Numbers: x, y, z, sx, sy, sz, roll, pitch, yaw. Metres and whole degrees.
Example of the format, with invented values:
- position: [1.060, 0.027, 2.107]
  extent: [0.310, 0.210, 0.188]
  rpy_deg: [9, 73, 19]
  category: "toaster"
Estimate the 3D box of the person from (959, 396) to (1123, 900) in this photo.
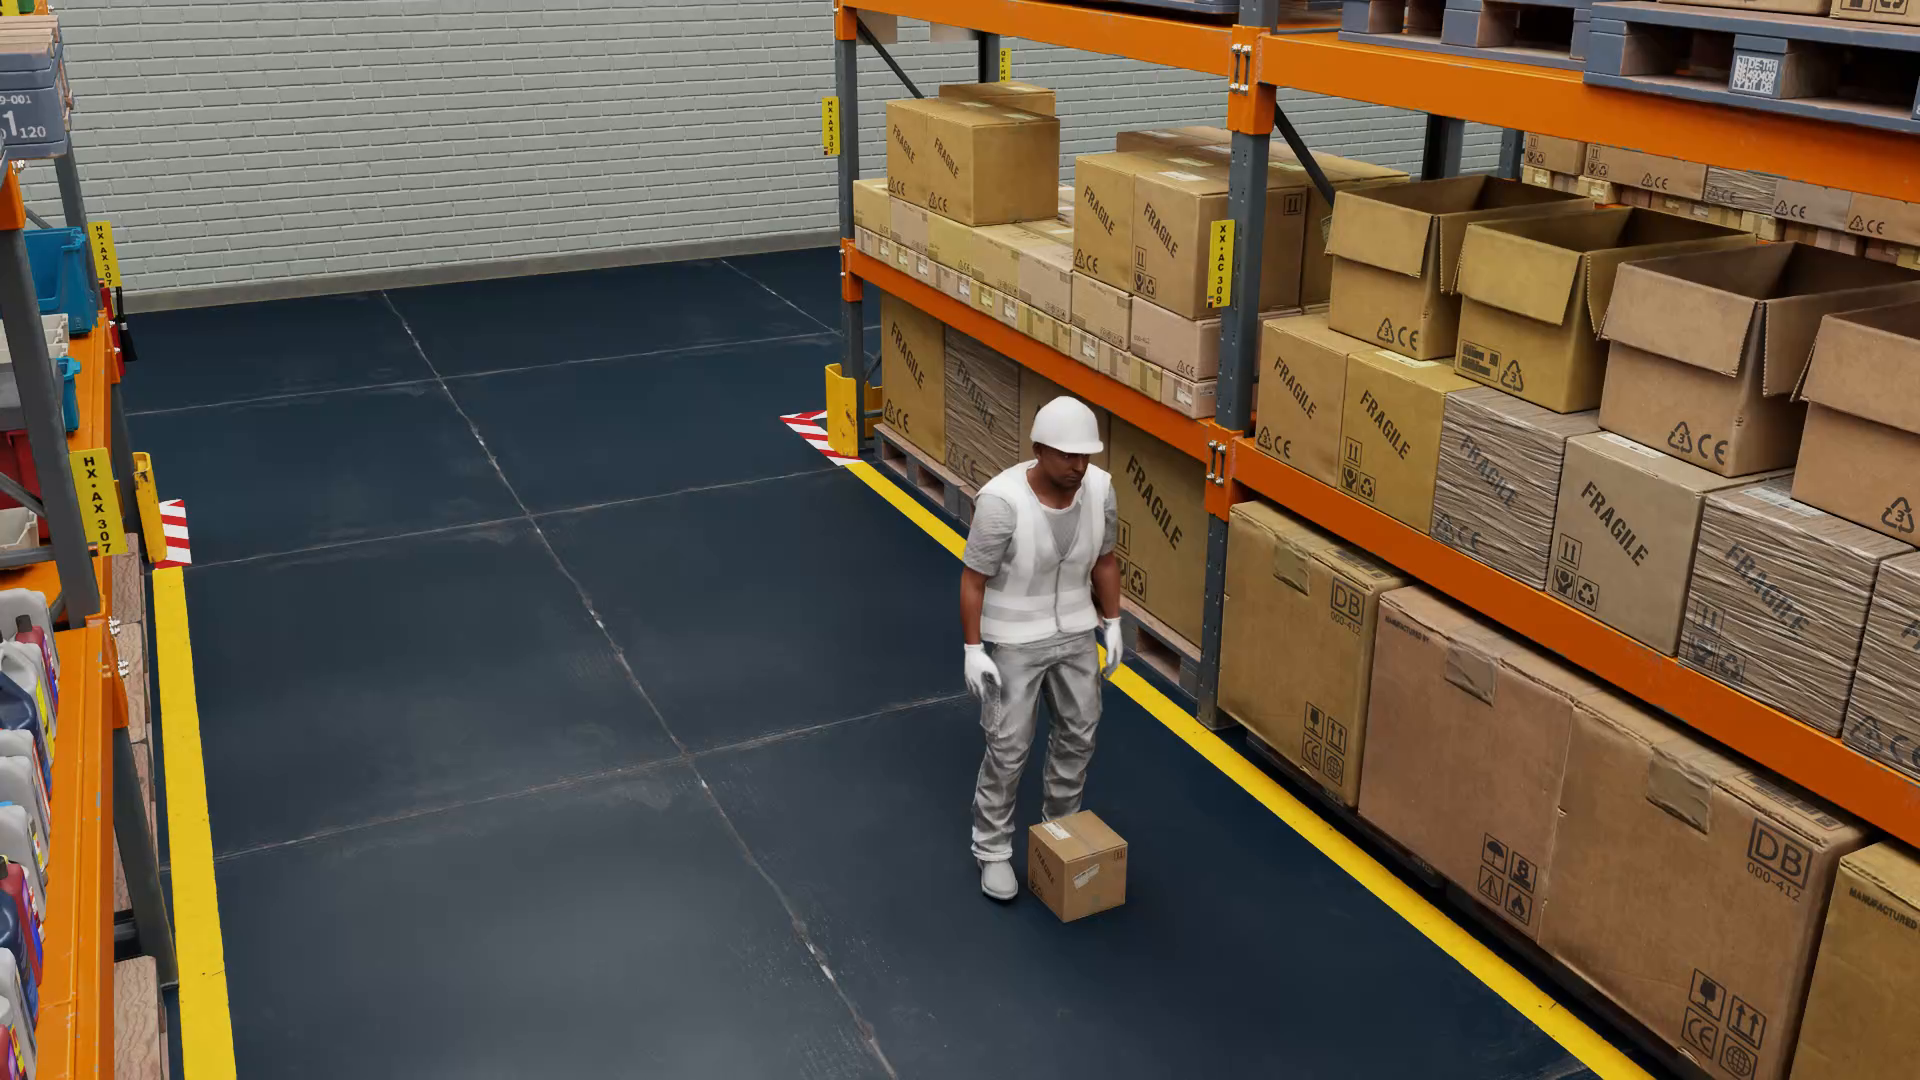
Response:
- position: [0.288, 0.353, 5.699]
  extent: [0.614, 1.773, 0.450]
  rpy_deg: [-10, 24, -24]
  category: "person"
